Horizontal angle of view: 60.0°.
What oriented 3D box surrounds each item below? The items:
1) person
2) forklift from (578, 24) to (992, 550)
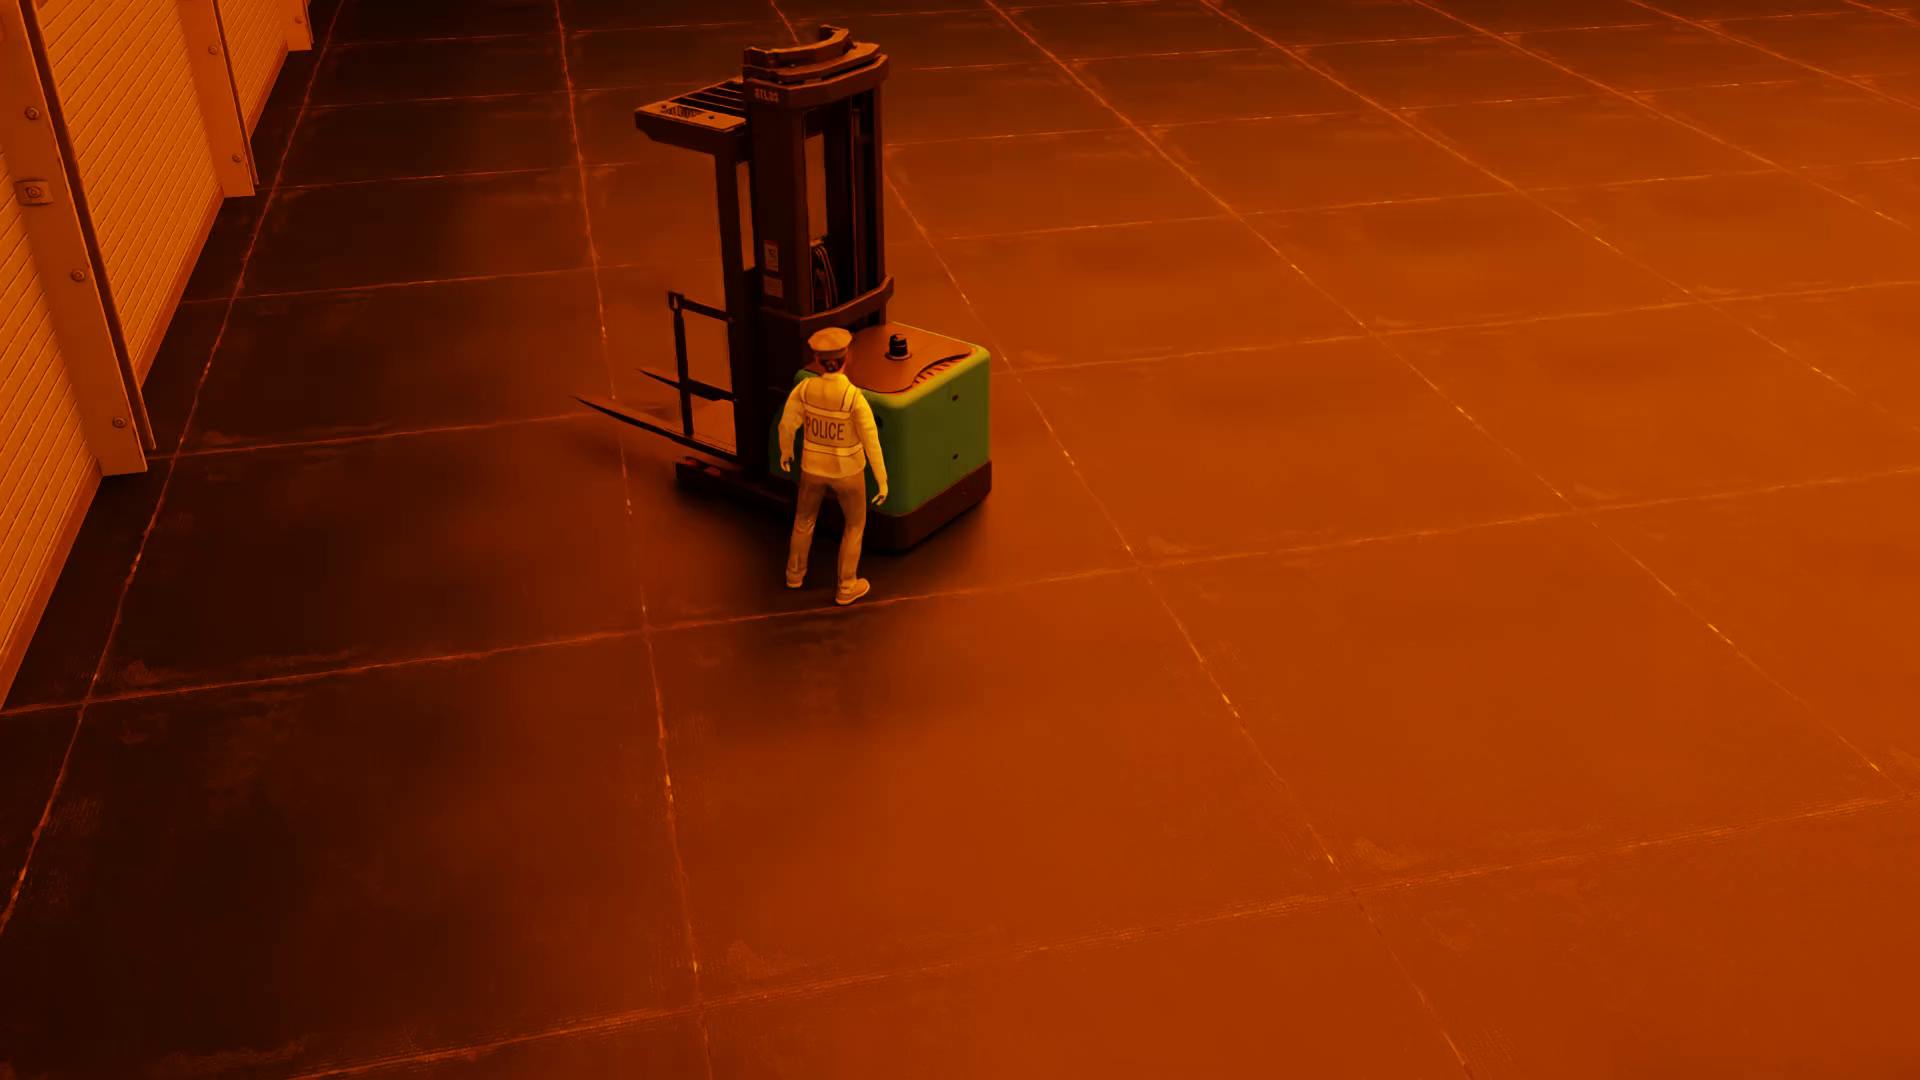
[{"bbox_3d":[-0.741,-0.414,9.583,0.713,1.641,0.376,9,31,15],"label":"person"},{"bbox_3d":[-1.287,-1.778,10.646,3.031,2.935,1.130,20,35,30],"label":"forklift"}]
